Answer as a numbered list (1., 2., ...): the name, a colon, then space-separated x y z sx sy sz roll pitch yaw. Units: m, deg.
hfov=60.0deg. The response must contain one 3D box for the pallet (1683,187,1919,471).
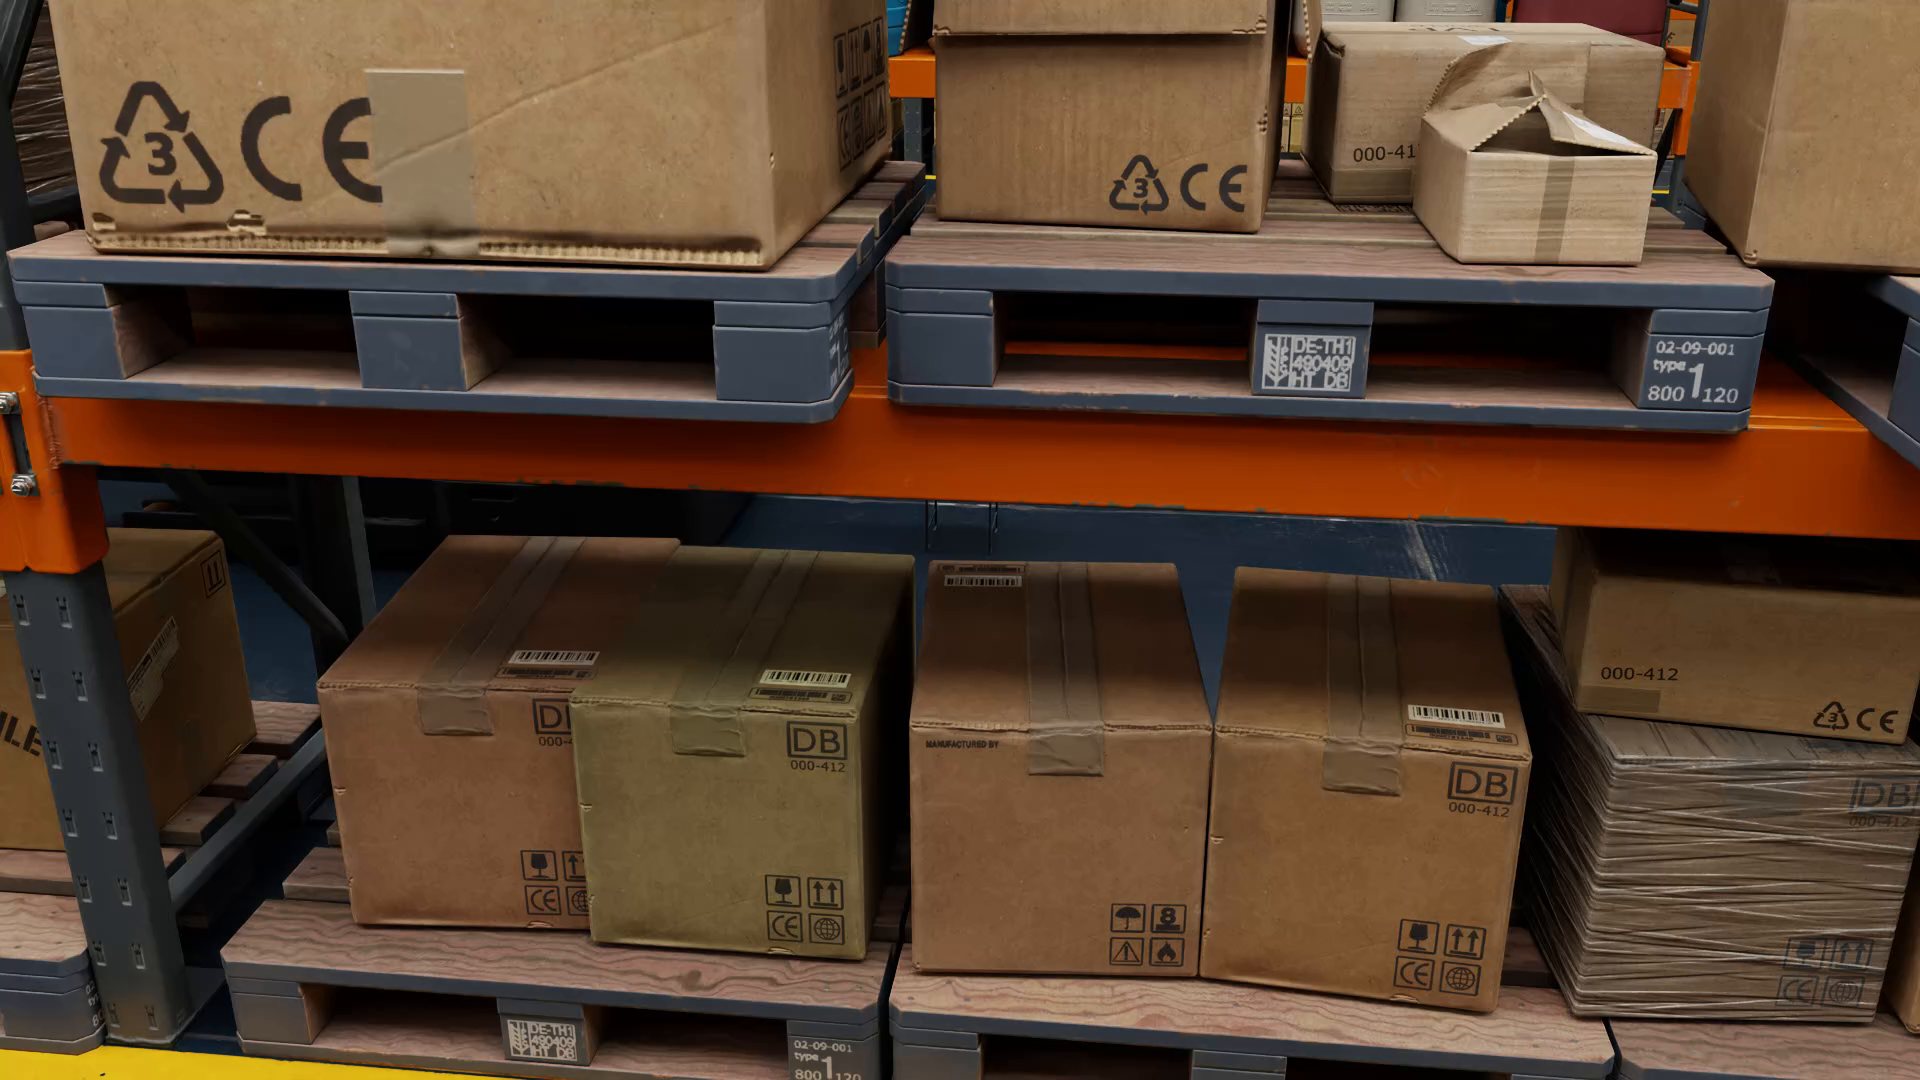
1. pallet: 1.795 -0.371 2.559 1.003 0.211 1.213 2 22 6

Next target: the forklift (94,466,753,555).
1. forklift: -2.217 -1.493 5.230 3.031 2.935 1.130 3 22 7

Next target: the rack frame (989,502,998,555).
1. rack frame: 0.109 -0.414 5.262 0.006 0.900 0.240 2 22 6

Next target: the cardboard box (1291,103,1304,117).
1. cardboard box: 2.618 -3.215 11.898 0.500 0.311 0.500 2 22 5

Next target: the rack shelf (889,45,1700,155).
1. rack shelf: 1.112 -2.028 7.469 4.000 0.370 1.077 2 22 6

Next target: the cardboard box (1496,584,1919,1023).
1. cardboard box: 1.295 0.449 3.026 0.500 0.500 0.700 1 22 2

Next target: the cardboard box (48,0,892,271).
1. cardboard box: -0.685 -1.030 2.578 1.000 1.000 1.000 3 22 7

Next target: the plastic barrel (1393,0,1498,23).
1. plastic barrel: 2.051 -2.295 7.013 0.421 0.512 0.421 0 22 0

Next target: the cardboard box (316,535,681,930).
1. cardboard box: -0.850 0.351 3.273 0.500 0.500 0.700 1 22 2

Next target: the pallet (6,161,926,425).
1. pallet: -0.716 -0.466 2.799 1.213 0.211 1.003 2 22 6

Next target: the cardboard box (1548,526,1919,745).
1. cardboard box: 1.318 0.104 2.879 0.500 0.250 0.500 5 22 12

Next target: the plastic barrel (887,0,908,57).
1. plastic barrel: -0.527 -2.555 7.141 0.708 0.901 0.600 2 22 6

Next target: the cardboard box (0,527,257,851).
1. cardboard box: -1.850 0.294 3.445 0.500 0.500 0.500 2 22 5

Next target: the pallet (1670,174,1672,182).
1. pallet: 5.629 -2.688 11.952 1.213 0.211 1.003 2 22 6

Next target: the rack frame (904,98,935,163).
1. rack frame: -0.288 -4.258 12.130 0.127 3.000 1.000 2 22 6

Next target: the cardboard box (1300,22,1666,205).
1. cardboard box: 0.877 -0.750 2.890 0.500 0.250 0.500 2 22 5

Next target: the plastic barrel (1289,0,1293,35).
1. plastic barrel: 1.208 -2.341 7.096 0.433 0.535 0.433 0 22 0

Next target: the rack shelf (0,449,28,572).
1. rack shelf: -3.444 -0.393 3.333 4.000 0.370 1.077 2 22 6

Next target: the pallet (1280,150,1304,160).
1. pallet: 2.871 -2.838 12.331 1.213 0.211 1.003 2 22 6

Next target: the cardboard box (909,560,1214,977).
1. cardboard box: 0.177 0.403 3.143 0.500 0.500 0.700 1 22 2

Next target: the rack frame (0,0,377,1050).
1. rack frame: -1.457 -0.641 2.982 0.127 3.000 1.000 2 22 6

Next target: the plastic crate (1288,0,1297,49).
1. plastic crate: 1.529 -2.488 7.566 0.583 0.464 0.402 2 22 6

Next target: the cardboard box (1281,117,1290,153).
1. cardboard box: 2.122 -2.979 12.064 0.500 0.250 0.500 3 22 8

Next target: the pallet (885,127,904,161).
1. pallet: -1.073 -3.011 12.768 1.213 0.211 1.003 2 22 6

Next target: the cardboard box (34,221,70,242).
1. cardboard box: -1.706 -0.426 2.780 0.250 0.149 0.380 2 22 6

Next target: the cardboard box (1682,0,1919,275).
1. cardboard box: 1.408 -0.706 2.439 0.500 0.500 0.700 6 22 14

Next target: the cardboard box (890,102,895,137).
1. cardboard box: -0.774 -3.115 12.407 0.500 0.250 0.500 2 22 6

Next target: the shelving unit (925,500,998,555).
1. shelving unit: 0.008 -0.418 5.273 0.210 0.900 0.258 2 22 6

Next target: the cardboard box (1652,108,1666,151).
1. cardboard box: 4.623 -2.982 11.705 0.500 0.500 0.500 2 22 4

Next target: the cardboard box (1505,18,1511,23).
1. cardboard box: 4.978 -5.009 16.383 0.750 0.750 0.750 2 22 6

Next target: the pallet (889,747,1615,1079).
1. pallet: 0.531 0.741 3.279 1.213 0.211 1.003 2 22 6
